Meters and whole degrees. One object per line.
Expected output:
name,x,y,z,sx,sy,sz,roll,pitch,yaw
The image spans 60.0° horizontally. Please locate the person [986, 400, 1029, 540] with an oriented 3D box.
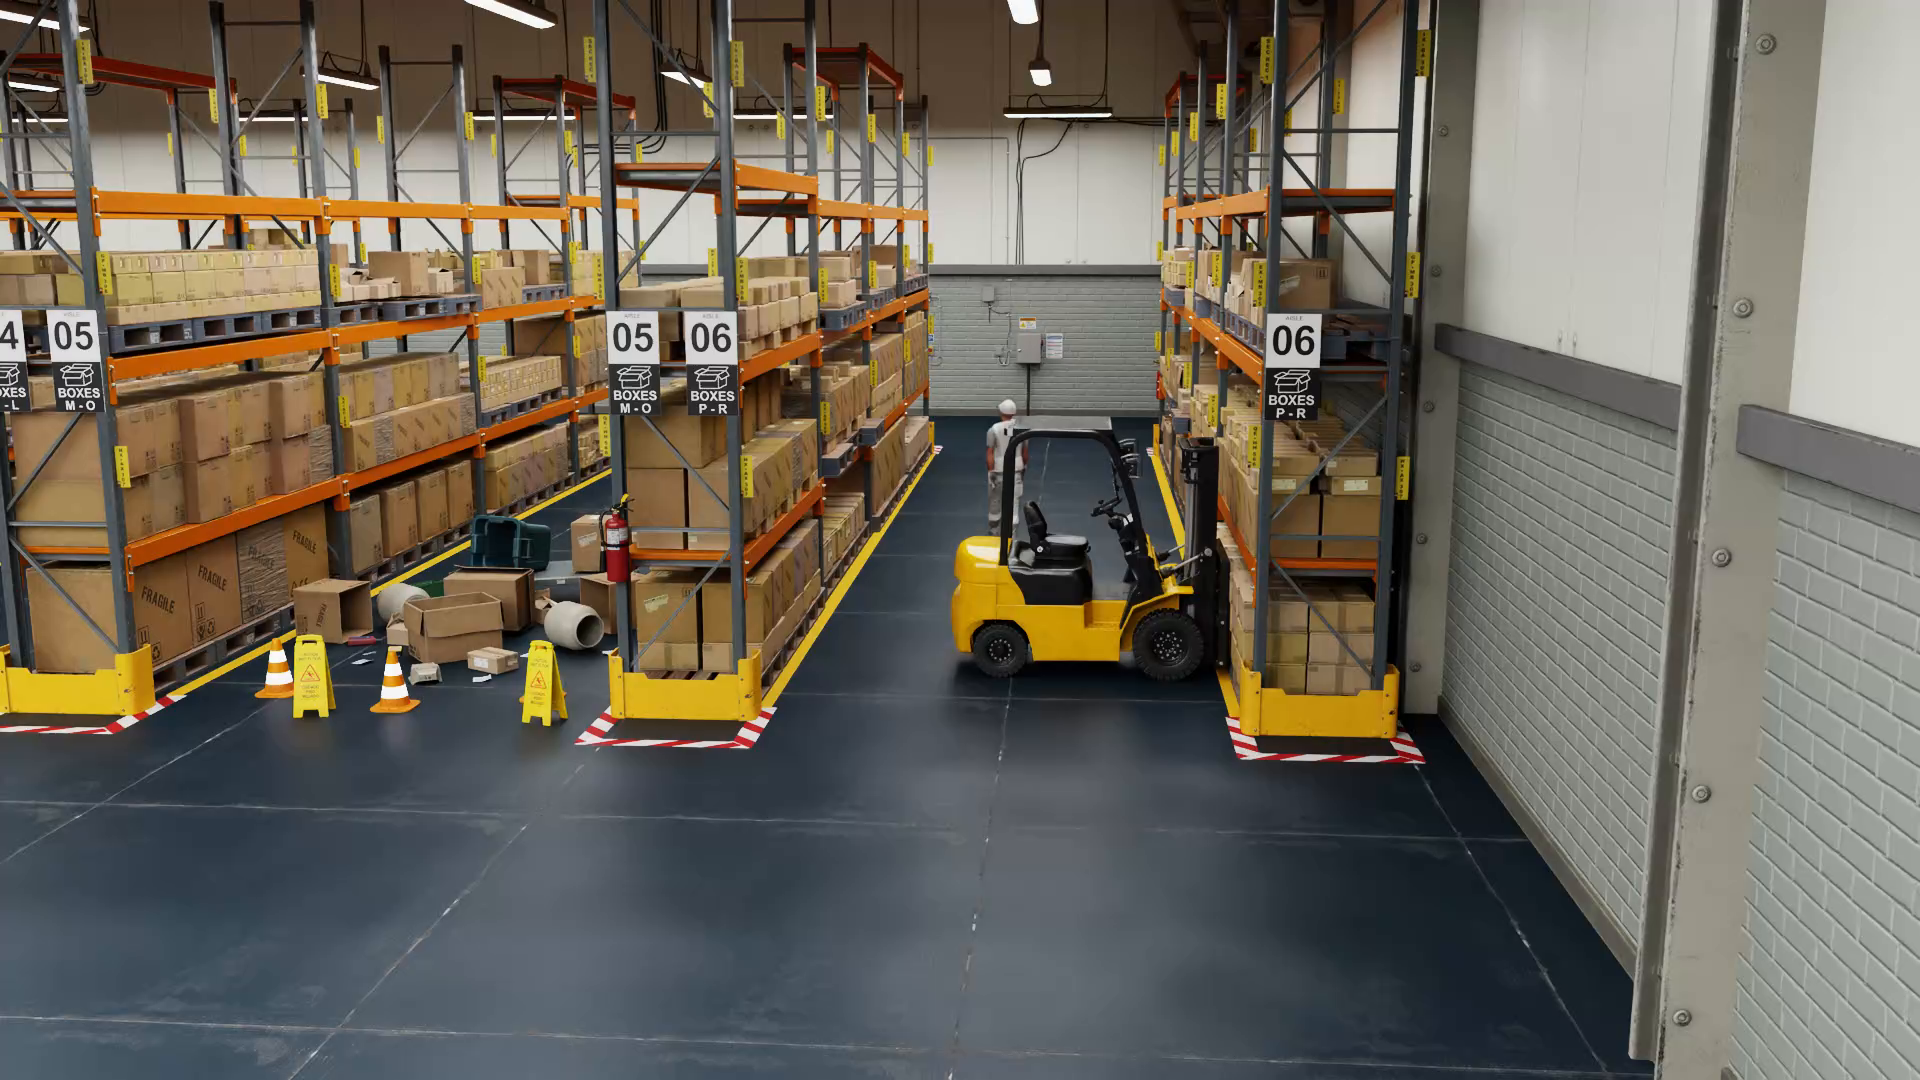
person,0.571,-0.860,20.359,0.528,1.747,0.931,0,11,-2
